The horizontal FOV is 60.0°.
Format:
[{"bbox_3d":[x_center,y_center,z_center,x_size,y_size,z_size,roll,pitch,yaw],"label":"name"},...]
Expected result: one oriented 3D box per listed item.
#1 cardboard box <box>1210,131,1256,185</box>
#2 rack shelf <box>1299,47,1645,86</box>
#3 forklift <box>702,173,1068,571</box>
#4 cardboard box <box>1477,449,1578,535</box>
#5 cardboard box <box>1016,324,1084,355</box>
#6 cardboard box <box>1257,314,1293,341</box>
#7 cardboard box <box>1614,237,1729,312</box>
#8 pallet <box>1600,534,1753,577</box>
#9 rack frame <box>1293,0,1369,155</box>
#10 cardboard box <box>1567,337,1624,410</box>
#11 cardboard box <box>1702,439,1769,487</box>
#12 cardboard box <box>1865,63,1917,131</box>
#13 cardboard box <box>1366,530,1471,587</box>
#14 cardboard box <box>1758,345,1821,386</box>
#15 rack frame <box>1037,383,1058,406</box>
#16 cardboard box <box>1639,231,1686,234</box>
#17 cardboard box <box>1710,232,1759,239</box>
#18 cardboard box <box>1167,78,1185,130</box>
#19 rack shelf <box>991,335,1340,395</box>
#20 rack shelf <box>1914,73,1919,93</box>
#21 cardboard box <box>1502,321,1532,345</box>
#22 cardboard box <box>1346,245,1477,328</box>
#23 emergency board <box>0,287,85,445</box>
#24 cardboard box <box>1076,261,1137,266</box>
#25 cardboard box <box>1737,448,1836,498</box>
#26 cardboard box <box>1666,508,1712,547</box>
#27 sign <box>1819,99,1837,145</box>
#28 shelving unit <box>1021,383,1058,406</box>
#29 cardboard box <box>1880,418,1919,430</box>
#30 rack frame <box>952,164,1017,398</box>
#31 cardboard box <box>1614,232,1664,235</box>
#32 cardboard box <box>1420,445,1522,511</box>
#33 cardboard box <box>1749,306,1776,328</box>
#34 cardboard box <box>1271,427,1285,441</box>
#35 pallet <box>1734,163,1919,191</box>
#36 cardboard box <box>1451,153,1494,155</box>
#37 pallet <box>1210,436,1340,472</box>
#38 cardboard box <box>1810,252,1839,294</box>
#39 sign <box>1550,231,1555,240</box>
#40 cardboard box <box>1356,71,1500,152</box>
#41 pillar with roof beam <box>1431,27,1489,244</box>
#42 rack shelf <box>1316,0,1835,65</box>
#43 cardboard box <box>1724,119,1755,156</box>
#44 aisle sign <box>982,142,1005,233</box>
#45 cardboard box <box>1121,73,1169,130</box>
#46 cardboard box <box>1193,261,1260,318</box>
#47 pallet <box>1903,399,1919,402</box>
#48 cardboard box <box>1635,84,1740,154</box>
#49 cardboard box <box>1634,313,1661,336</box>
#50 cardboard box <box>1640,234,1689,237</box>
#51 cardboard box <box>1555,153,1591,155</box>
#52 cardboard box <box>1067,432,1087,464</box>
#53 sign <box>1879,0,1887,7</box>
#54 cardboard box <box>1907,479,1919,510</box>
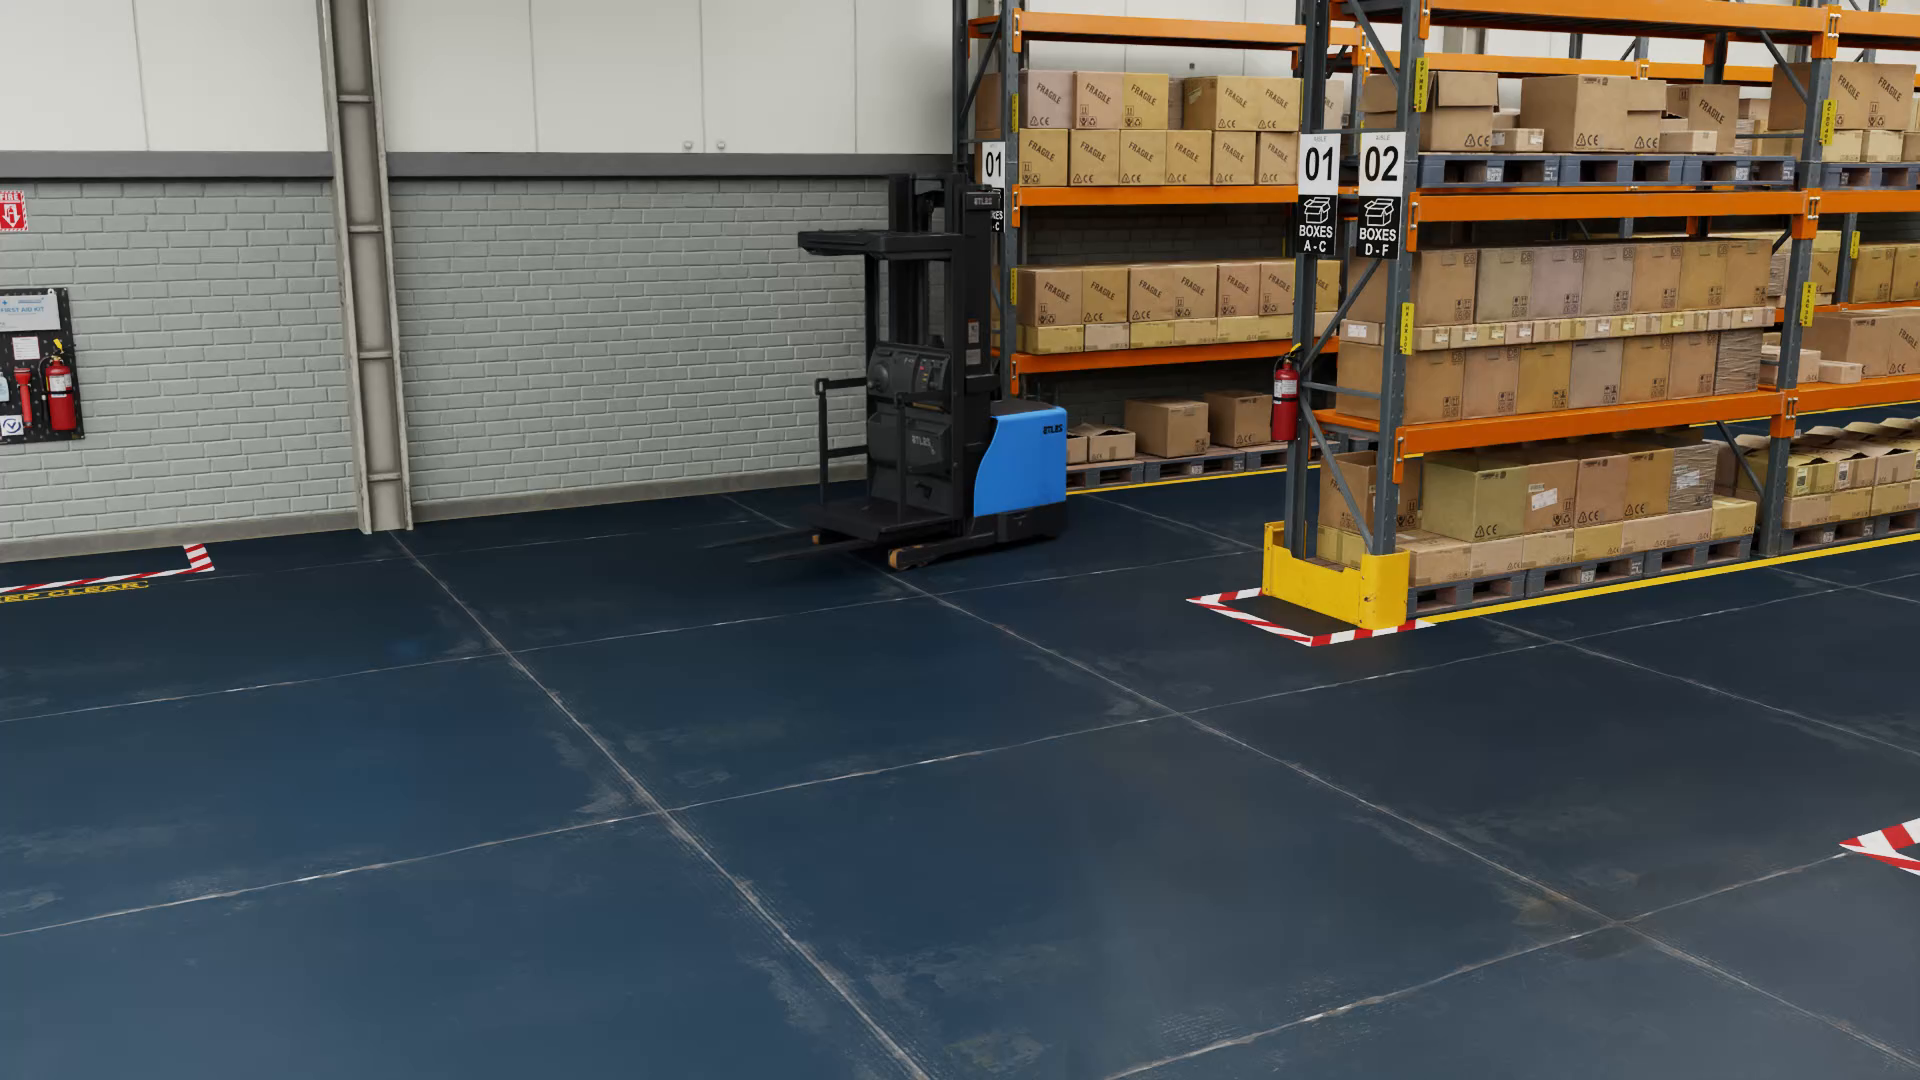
[{"bbox_3d":[2.487,-3.678,16.014,0.500,0.500,0.500,-7,15,-30],"label":"cardboard box"},{"bbox_3d":[5.485,-4.964,17.720,4.000,0.370,1.077,-7,14,-28],"label":"rack shelf"},{"bbox_3d":[-0.561,-1.328,12.834,3.031,2.935,1.130,-11,17,-39],"label":"forklift"},{"bbox_3d":[4.044,-0.349,11.925,0.500,0.500,0.500,-7,14,-28],"label":"cardboard box"},{"bbox_3d":[0.800,-1.879,15.422,0.500,0.250,0.500,-7,15,-29],"label":"cardboard box"},{"bbox_3d":[3.018,-2.150,16.629,0.500,0.250,0.500,-7,14,-28],"label":"cardboard box"},{"bbox_3d":[5.277,-1.999,12.478,0.500,0.500,0.700,-7,14,-28],"label":"cardboard box"},{"bbox_3d":[5.389,0.017,13.051,1.213,0.211,1.003,-7,14,-28],"label":"pallet"},{"bbox_3d":[3.730,-5.300,16.663,0.127,3.000,1.000,-7,14,-28],"label":"rack frame"},{"bbox_3d":[4.369,-1.257,12.134,0.500,0.500,0.700,-6,14,-26],"label":"cardboard box"},{"bbox_3d":[6.325,-0.654,13.710,0.500,0.311,0.500,-7,14,-28],"label":"cardboard box"},{"bbox_3d":[7.156,-3.501,13.180,0.500,0.500,0.500,-5,14,-22],"label":"cardboard box"},{"bbox_3d":[3.173,0.125,11.527,0.500,0.250,0.500,-7,14,-28],"label":"cardboard box"},{"bbox_3d":[6.518,-1.406,13.365,0.500,0.250,0.500,-6,14,-24],"label":"cardboard box"},{"bbox_3d":[0.735,-0.726,14.105,0.006,1.200,0.240,-11,17,-39],"label":"rack frame"},{"bbox_3d":[8.423,-3.568,19.973,0.500,0.250,0.500,-7,15,-29],"label":"cardboard box"},{"bbox_3d":[9.116,-3.526,19.787,0.500,0.250,0.500,-7,15,-29],"label":"cardboard box"},{"bbox_3d":[1.834,-4.216,16.129,0.500,0.500,0.500,-7,14,-28],"label":"cardboard box"},{"bbox_3d":[1.975,-1.812,16.465,4.000,0.370,1.077,-7,14,-28],"label":"rack shelf"},{"bbox_3d":[12.507,-5.806,21.460,4.000,0.370,1.077,-7,14,-28],"label":"rack shelf"},{"bbox_3d":[3.716,-1.443,11.485,0.250,0.149,0.380,-7,14,-29],"label":"cardboard box"},{"bbox_3d":[3.058,-1.732,11.290,0.500,0.500,0.700,-7,14,-28],"label":"cardboard box"},{"bbox_3d":[-7.035,-1.309,12.592,0.643,1.169,0.194,-7,14,-28],"label":"emergency board"},{"bbox_3d":[1.429,-2.451,16.258,0.500,0.500,0.500,-7,15,-29],"label":"cardboard box"},{"bbox_3d":[6.589,-0.551,13.255,0.500,0.311,0.500,-7,14,-28],"label":"cardboard box"},{"bbox_3d":[5.361,-0.141,12.708,0.500,0.250,0.500,-7,14,-28],"label":"cardboard box"},{"bbox_3d":[6.374,-3.066,12.212,0.005,0.325,0.100,-7,14,-28],"label":"sign"},{"bbox_3d":[0.665,-0.713,14.046,0.189,1.200,0.258,-11,17,-39],"label":"shelving unit"},{"bbox_3d":[8.560,-0.921,14.899,0.500,0.311,0.500,-7,15,-29],"label":"cardboard box"},{"bbox_3d":[0.219,-1.952,15.452,0.127,3.000,1.000,-7,14,-28],"label":"rack frame"},{"bbox_3d":[7.971,-3.515,19.736,0.500,0.250,0.500,-7,15,-30],"label":"cardboard box"},{"bbox_3d":[3.795,-0.449,12.370,0.500,0.500,0.500,-7,14,-28],"label":"cardboard box"},{"bbox_3d":[5.971,-1.714,12.688,0.250,0.149,0.380,-7,14,-28],"label":"cardboard box"},{"bbox_3d":[3.275,-1.143,17.308,0.250,0.166,0.380,-9,16,-35],"label":"cardboard box"},{"bbox_3d":[6.875,-2.884,13.196,1.217,0.209,0.805,-8,15,-30],"label":"pallet"},{"bbox_3d":[5.331,-4.262,17.698,0.500,0.500,0.500,-7,15,-30],"label":"cardboard box"},{"bbox_3d":[3.157,-0.935,17.283,1.213,0.211,1.003,-7,14,-28],"label":"pallet"},{"bbox_3d":[10.467,-3.321,20.583,0.500,0.500,0.500,-7,15,-29],"label":"cardboard box"},{"bbox_3d":[6.972,-3.465,19.538,0.005,0.325,0.100,-7,14,-28],"label":"sign"},{"bbox_3d":[3.102,-2.844,11.074,0.637,0.503,0.797,-6,14,-24],"label":"cardboard box"},{"bbox_3d":[7.748,-4.921,14.979,0.400,9.000,9.100,-7,14,-28],"label":"pillar with roof beam"},{"bbox_3d":[4.351,-3.589,11.610,4.000,0.370,1.077,-7,14,-28],"label":"rack shelf"},{"bbox_3d":[8.999,-4.759,19.860,0.500,0.500,0.700,-7,14,-28],"label":"cardboard box"},{"bbox_3d":[0.300,-3.155,14.876,0.004,0.787,0.394,-7,14,-28],"label":"aisle sign"},{"bbox_3d":[1.583,-4.055,15.412,0.500,0.500,0.500,-6,14,-26],"label":"cardboard box"},{"bbox_3d":[2.581,-2.462,16.303,0.500,0.500,0.500,-7,15,-29],"label":"cardboard box"},{"bbox_3d":[12.529,-2.048,22.230,1.213,0.211,1.003,-7,14,-28],"label":"pallet"},{"bbox_3d":[5.538,-3.202,12.670,0.500,0.500,0.500,-6,14,-23],"label":"cardboard box"},{"bbox_3d":[4.856,-1.581,12.096,0.250,0.149,0.380,-6,14,-26],"label":"cardboard box"},{"bbox_3d":[8.234,-3.418,19.306,0.500,0.250,0.500,-7,14,-29],"label":"cardboard box"},{"bbox_3d":[6.738,-4.096,18.302,0.500,0.311,0.500,-7,14,-28],"label":"cardboard box"},{"bbox_3d":[0.869,-0.910,15.945,0.500,0.311,0.500,-9,15,-34],"label":"cardboard box"},{"bbox_3d":[11.022,-6.532,19.832,0.005,0.325,0.100,-7,14,-28],"label":"sign"},{"bbox_3d":[7.929,-0.439,14.033,0.500,0.250,0.500,-7,14,-27],"label":"cardboard box"}]
